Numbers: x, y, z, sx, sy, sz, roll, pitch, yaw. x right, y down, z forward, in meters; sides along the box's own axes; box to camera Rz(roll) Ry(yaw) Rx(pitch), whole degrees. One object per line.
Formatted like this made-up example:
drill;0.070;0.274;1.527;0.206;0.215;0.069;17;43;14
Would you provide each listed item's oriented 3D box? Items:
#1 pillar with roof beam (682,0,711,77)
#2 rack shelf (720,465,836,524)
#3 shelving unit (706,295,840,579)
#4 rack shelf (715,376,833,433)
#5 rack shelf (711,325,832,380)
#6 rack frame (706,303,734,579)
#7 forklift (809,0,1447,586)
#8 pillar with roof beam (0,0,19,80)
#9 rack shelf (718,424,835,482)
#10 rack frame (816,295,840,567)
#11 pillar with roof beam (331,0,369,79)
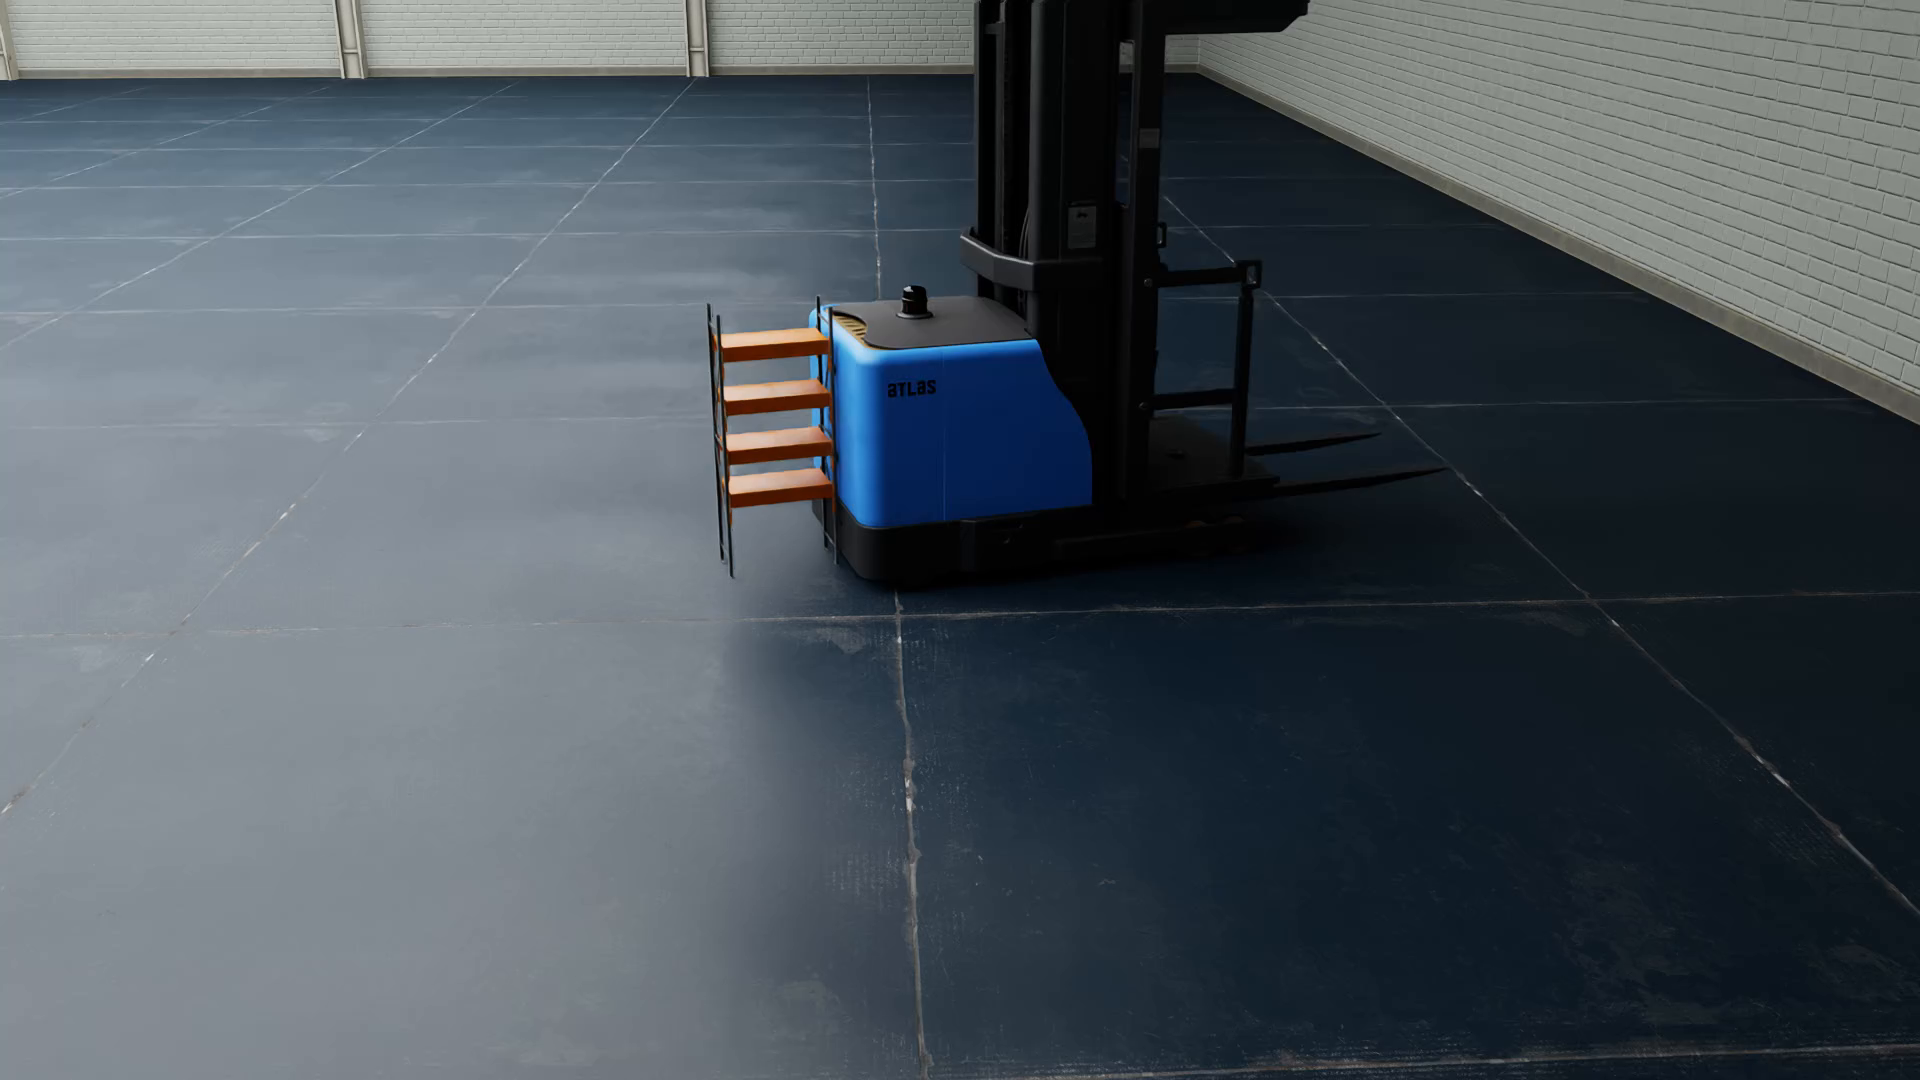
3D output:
pillar with roof beam;-4.401;-10.932;23.956;0.400;9.000;9.100;-1;21;-3
rack shelf;-0.825;-0.206;7.490;0.480;0.148;0.258;-7;22;-17
shelving unit;-0.825;-0.454;7.395;0.503;1.200;0.258;-7;22;-17
rack shelf;-0.825;-0.600;7.340;0.480;0.148;0.258;-7;22;-17
rack shelf;-0.825;-0.821;7.256;0.480;0.148;0.258;-7;22;-17
rack frame;-1.056;-0.427;7.324;0.015;1.200;0.240;-7;22;-17
forklift;0.860;-1.461;7.608;3.031;2.935;1.130;-7;22;-17
pillar with roof beam;-16.381;-10.689;23.316;0.400;9.000;9.100;-1;21;-3
rack shelf;-0.825;-0.391;7.419;0.480;0.148;0.258;-7;22;-17
rack frame;-0.593;-0.481;7.467;0.015;1.200;0.240;-7;22;-17
pillar with roof beam;-10.391;-10.810;23.636;0.400;9.000;9.100;-1;21;-3
